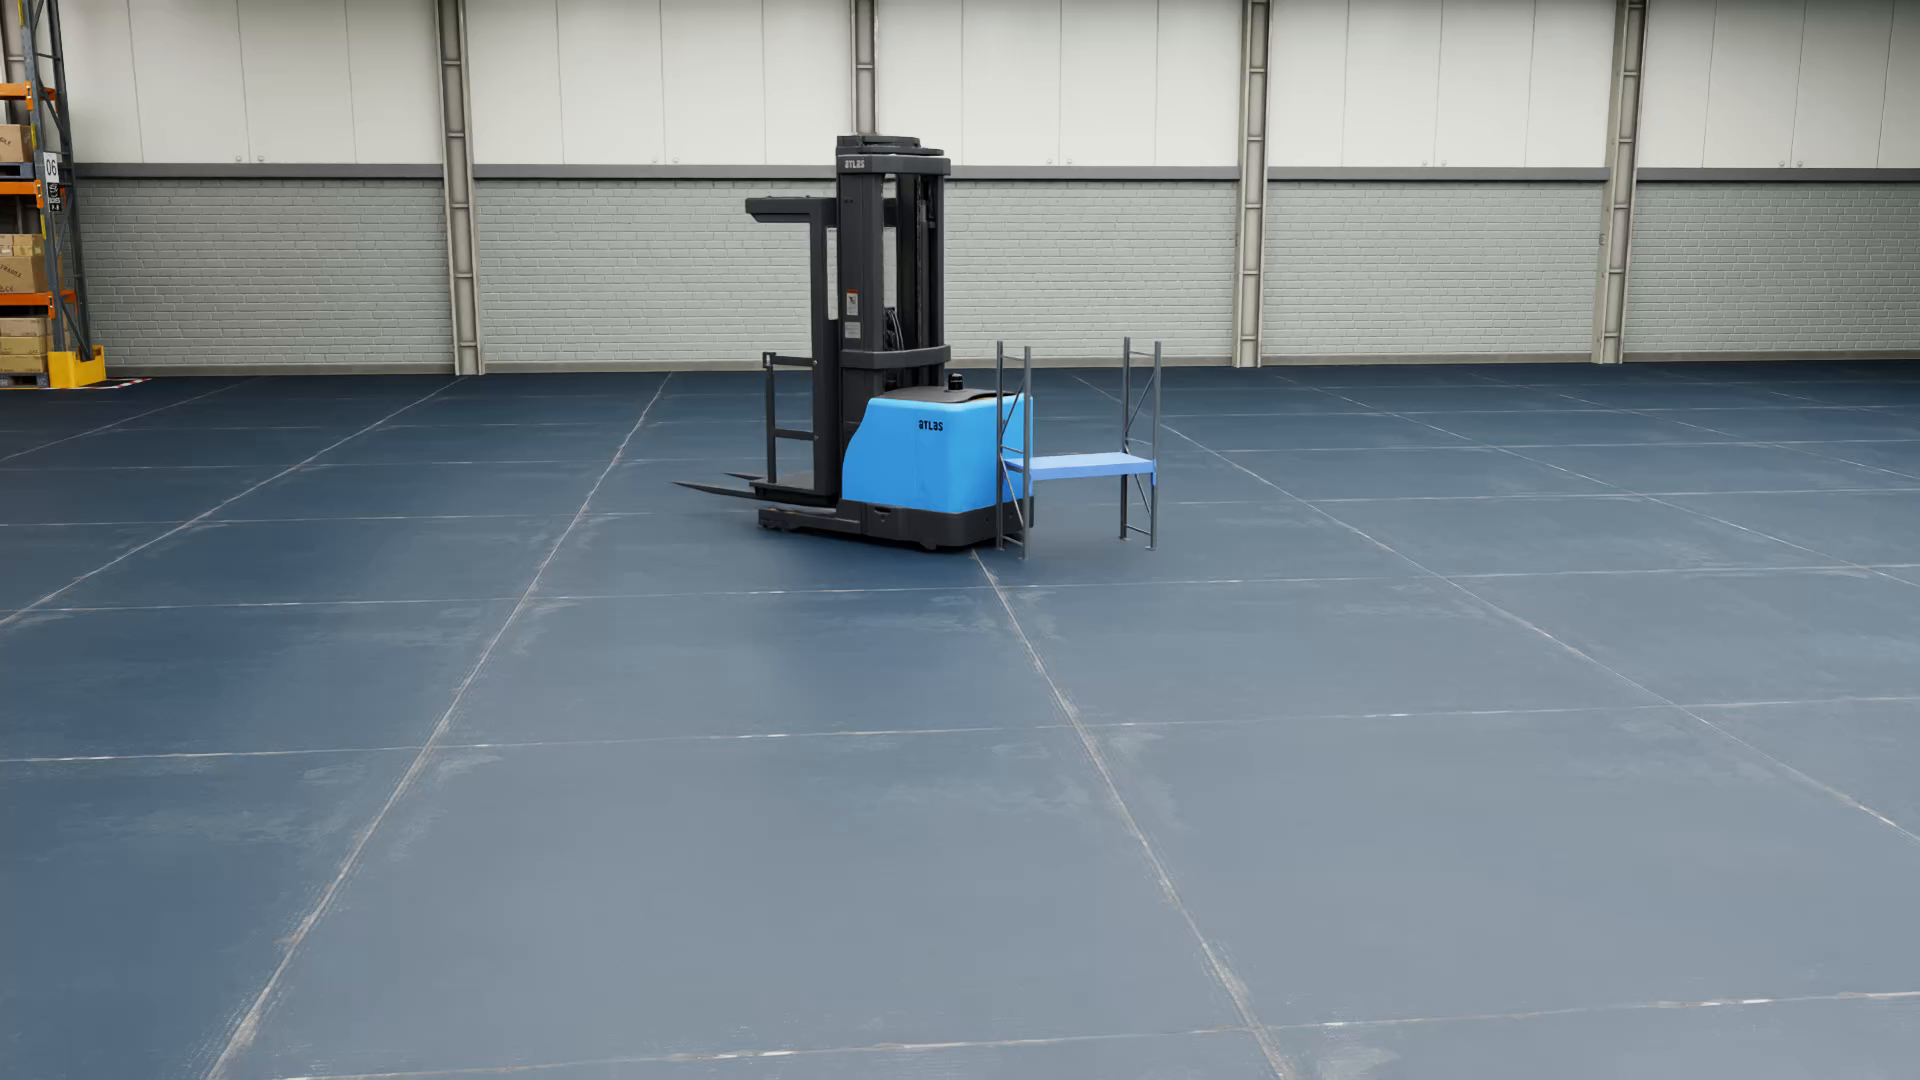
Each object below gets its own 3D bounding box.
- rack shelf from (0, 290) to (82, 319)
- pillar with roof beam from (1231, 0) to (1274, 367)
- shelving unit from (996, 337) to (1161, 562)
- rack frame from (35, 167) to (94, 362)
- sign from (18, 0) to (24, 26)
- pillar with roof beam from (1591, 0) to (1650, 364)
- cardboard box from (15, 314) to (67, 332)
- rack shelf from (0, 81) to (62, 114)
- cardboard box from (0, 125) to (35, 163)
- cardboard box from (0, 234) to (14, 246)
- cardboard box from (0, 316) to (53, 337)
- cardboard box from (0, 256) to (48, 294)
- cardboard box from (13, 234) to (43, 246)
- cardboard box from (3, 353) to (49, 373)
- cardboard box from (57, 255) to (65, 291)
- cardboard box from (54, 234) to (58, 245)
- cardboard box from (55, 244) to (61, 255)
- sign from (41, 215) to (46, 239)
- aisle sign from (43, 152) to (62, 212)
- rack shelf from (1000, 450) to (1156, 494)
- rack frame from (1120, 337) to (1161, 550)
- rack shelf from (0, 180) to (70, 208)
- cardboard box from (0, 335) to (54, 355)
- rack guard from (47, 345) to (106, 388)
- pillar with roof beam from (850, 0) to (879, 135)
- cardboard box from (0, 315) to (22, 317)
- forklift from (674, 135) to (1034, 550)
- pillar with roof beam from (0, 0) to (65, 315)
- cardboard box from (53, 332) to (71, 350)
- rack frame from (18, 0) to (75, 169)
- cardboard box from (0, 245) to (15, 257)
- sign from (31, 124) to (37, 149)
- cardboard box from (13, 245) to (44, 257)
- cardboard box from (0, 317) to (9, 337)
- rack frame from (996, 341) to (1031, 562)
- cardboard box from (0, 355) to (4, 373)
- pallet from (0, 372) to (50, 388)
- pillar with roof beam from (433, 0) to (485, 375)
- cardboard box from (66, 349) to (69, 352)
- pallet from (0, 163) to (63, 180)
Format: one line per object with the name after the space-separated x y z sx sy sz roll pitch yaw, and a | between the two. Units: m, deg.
-14.556 -3.300 23.243 4.000 0.370 1.077 -1 11 -6 | rack shelf
5.002 -6.346 21.320 0.400 9.000 9.100 -1 11 -6 | pillar with roof beam
0.839 -0.667 11.874 1.048 1.500 0.538 -5 12 -23 | shelving unit
-12.568 -3.695 23.386 0.127 3.000 1.000 -1 11 -6 | rack frame
-12.523 -7.031 22.178 0.005 0.325 0.100 -1 11 -6 | sign
10.967 -6.471 21.956 0.400 9.000 9.100 -1 11 -6 | pillar with roof beam
-13.066 -3.068 23.648 0.500 0.250 0.500 -1 11 -7 | cardboard box
-14.556 -6.047 22.703 4.000 0.370 1.077 -1 11 -6 | rack shelf
-12.981 -5.415 22.752 0.500 0.500 0.500 -1 11 -4 | cardboard box
-13.143 -4.149 22.985 0.250 0.149 0.380 -1 11 -6 | cardboard box
-12.992 -2.973 23.161 0.500 0.250 0.500 -1 11 -4 | cardboard box
-13.029 -3.683 23.068 0.500 0.500 0.500 -1 11 -7 | cardboard box
-12.901 -4.160 23.041 0.250 0.149 0.380 -1 11 -6 | cardboard box
-13.001 -2.481 23.252 0.500 0.250 0.500 -1 11 -6 | cardboard box
-13.090 -3.787 23.595 0.500 0.500 0.500 -1 11 -4 | cardboard box
-12.925 -4.242 23.458 0.250 0.149 0.380 -1 11 -7 | cardboard box
-12.933 -4.105 23.531 0.250 0.149 0.380 -1 11 -8 | cardboard box
-12.523 -4.275 22.720 0.005 0.325 0.100 -1 11 -6 | sign
-12.471 -4.915 22.855 0.004 0.787 0.394 -1 11 -6 | aisle sign
0.839 -0.491 11.909 1.000 0.185 0.538 -5 12 -23 | rack shelf
1.307 -0.706 12.069 0.032 1.500 0.500 -5 12 -23 | rack frame
-14.556 -4.772 22.954 4.000 0.370 1.077 -1 11 -6 | rack shelf
-13.018 -2.727 23.206 0.500 0.250 0.500 -1 11 -7 | cardboard box
-12.544 -2.469 23.629 0.348 0.500 1.175 -1 11 -6 | rack guard
-0.963 -6.221 20.685 0.400 9.000 9.100 -1 11 -6 | pillar with roof beam
-13.562 -3.057 23.591 0.500 0.250 0.500 -1 11 -6 | cardboard box
-0.930 -1.568 12.744 3.031 2.935 1.130 8 14 36 | forklift
-12.892 -5.971 19.413 0.400 9.000 9.100 -1 11 -6 | pillar with roof beam
-13.058 -2.827 23.715 0.500 0.250 0.500 -1 11 -5 | cardboard box
-12.568 -6.638 22.807 0.127 3.000 1.000 -1 11 -6 | rack frame
-13.133 -3.990 22.947 0.250 0.149 0.380 -1 11 -5 | cardboard box
-12.523 -5.458 22.488 0.005 0.325 0.100 -1 11 -6 | sign
-12.882 -4.001 23.003 0.250 0.149 0.380 -1 11 -5 | cardboard box
-13.499 -2.961 23.101 0.500 0.250 0.500 -1 11 -5 | cardboard box
0.371 -0.629 11.679 0.032 1.500 0.500 -5 12 -23 | rack frame
-13.496 -2.473 23.209 0.500 0.250 0.500 -1 11 -6 | cardboard box
-13.323 -2.303 23.533 1.213 0.211 1.003 -1 11 -6 | pallet
-6.927 -6.096 20.049 0.400 9.000 9.100 -1 11 -6 | pillar with roof beam
-13.077 -2.579 23.749 0.500 0.250 0.500 -1 11 -6 | cardboard box
-13.273 -5.113 23.055 1.213 0.211 1.003 -1 11 -6 | pallet
